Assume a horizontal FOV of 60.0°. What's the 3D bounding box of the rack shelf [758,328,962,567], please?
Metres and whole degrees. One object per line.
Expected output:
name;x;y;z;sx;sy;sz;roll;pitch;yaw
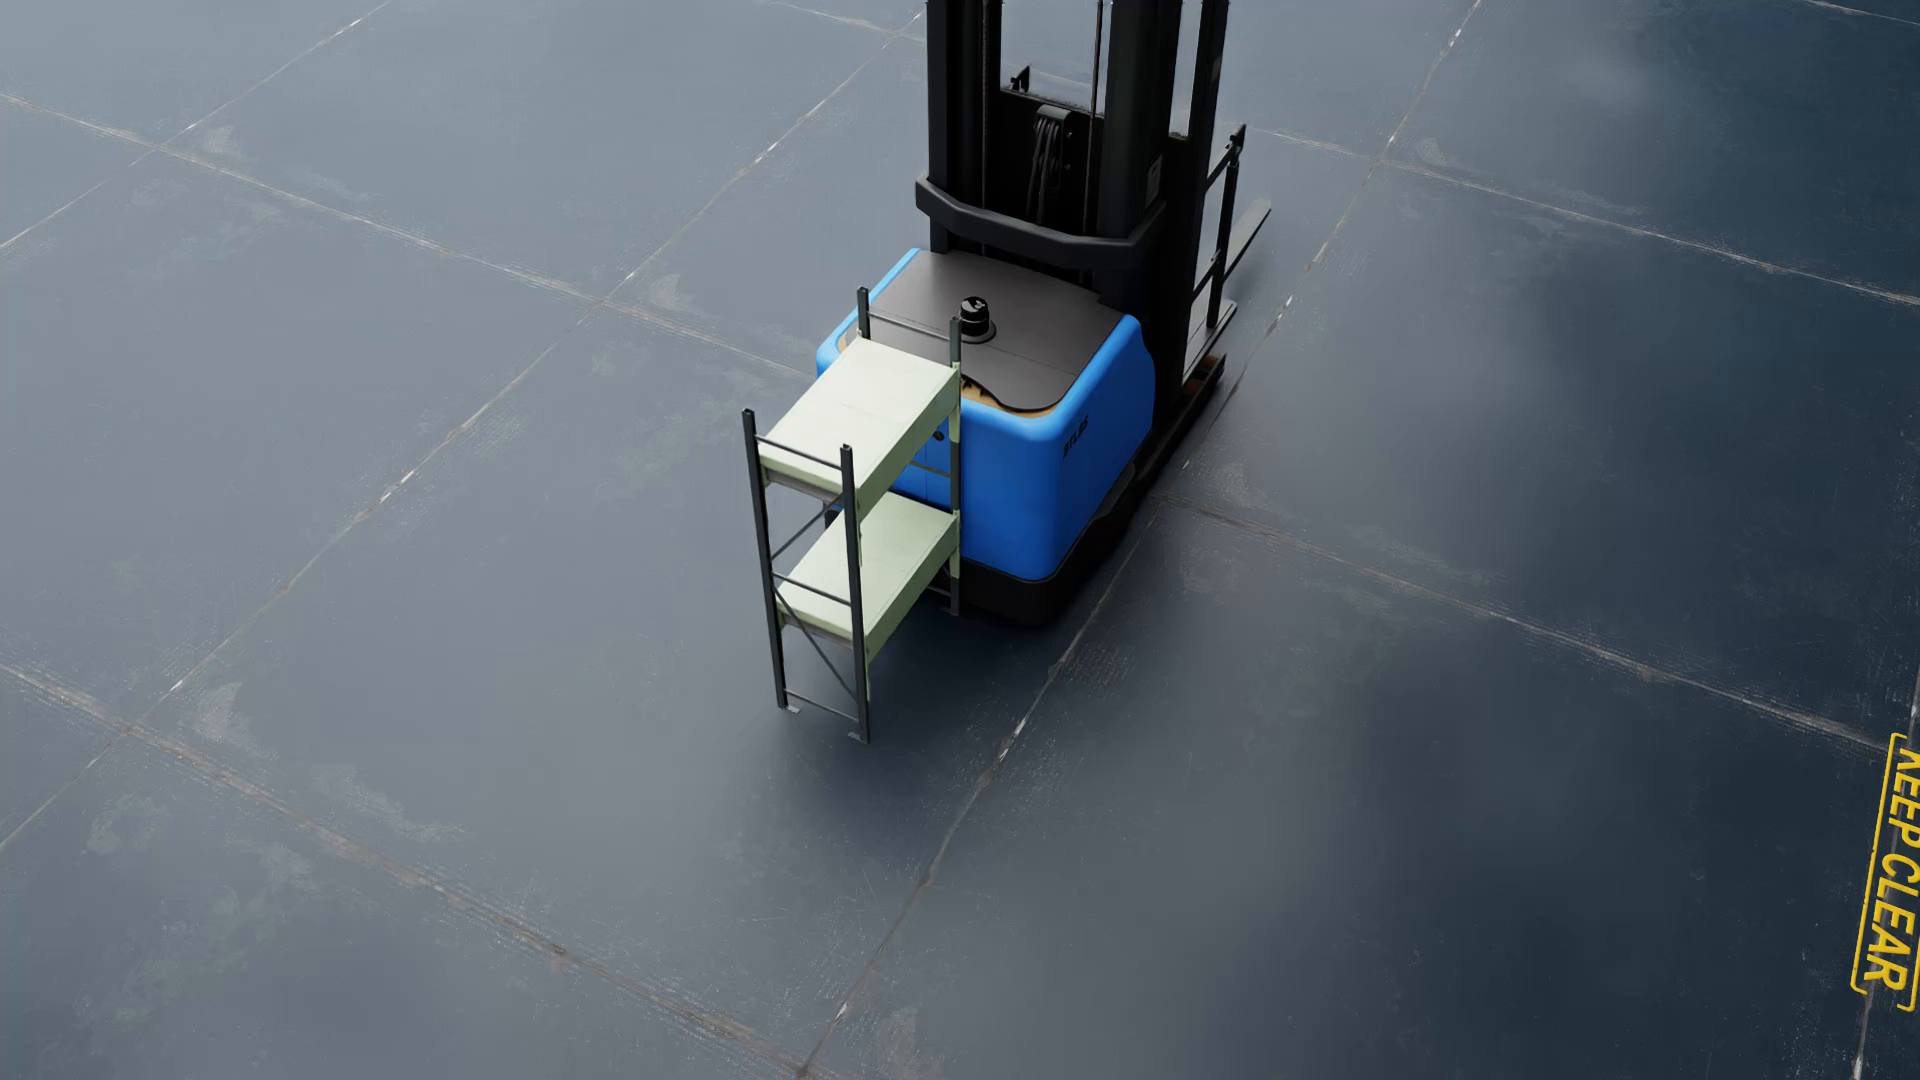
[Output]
rack shelf;-0.349;-0.331;5.754;0.431;0.370;0.720;21;49;19

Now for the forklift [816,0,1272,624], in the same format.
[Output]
forklift;0.573;-1.744;6.693;1.130;2.935;3.031;21;49;19

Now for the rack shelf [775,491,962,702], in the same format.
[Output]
rack shelf;-0.349;0.172;6.263;0.431;0.370;0.720;21;49;19

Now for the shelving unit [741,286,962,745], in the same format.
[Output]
shelving unit;-0.349;-0.057;6.032;0.431;1.500;0.755;21;49;19

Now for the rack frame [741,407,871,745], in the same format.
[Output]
rack frame;-0.519;0.174;5.804;0.400;1.500;0.023;21;49;19

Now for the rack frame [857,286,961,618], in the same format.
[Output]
rack frame;-0.178;-0.287;6.259;0.400;1.500;0.023;21;49;19
